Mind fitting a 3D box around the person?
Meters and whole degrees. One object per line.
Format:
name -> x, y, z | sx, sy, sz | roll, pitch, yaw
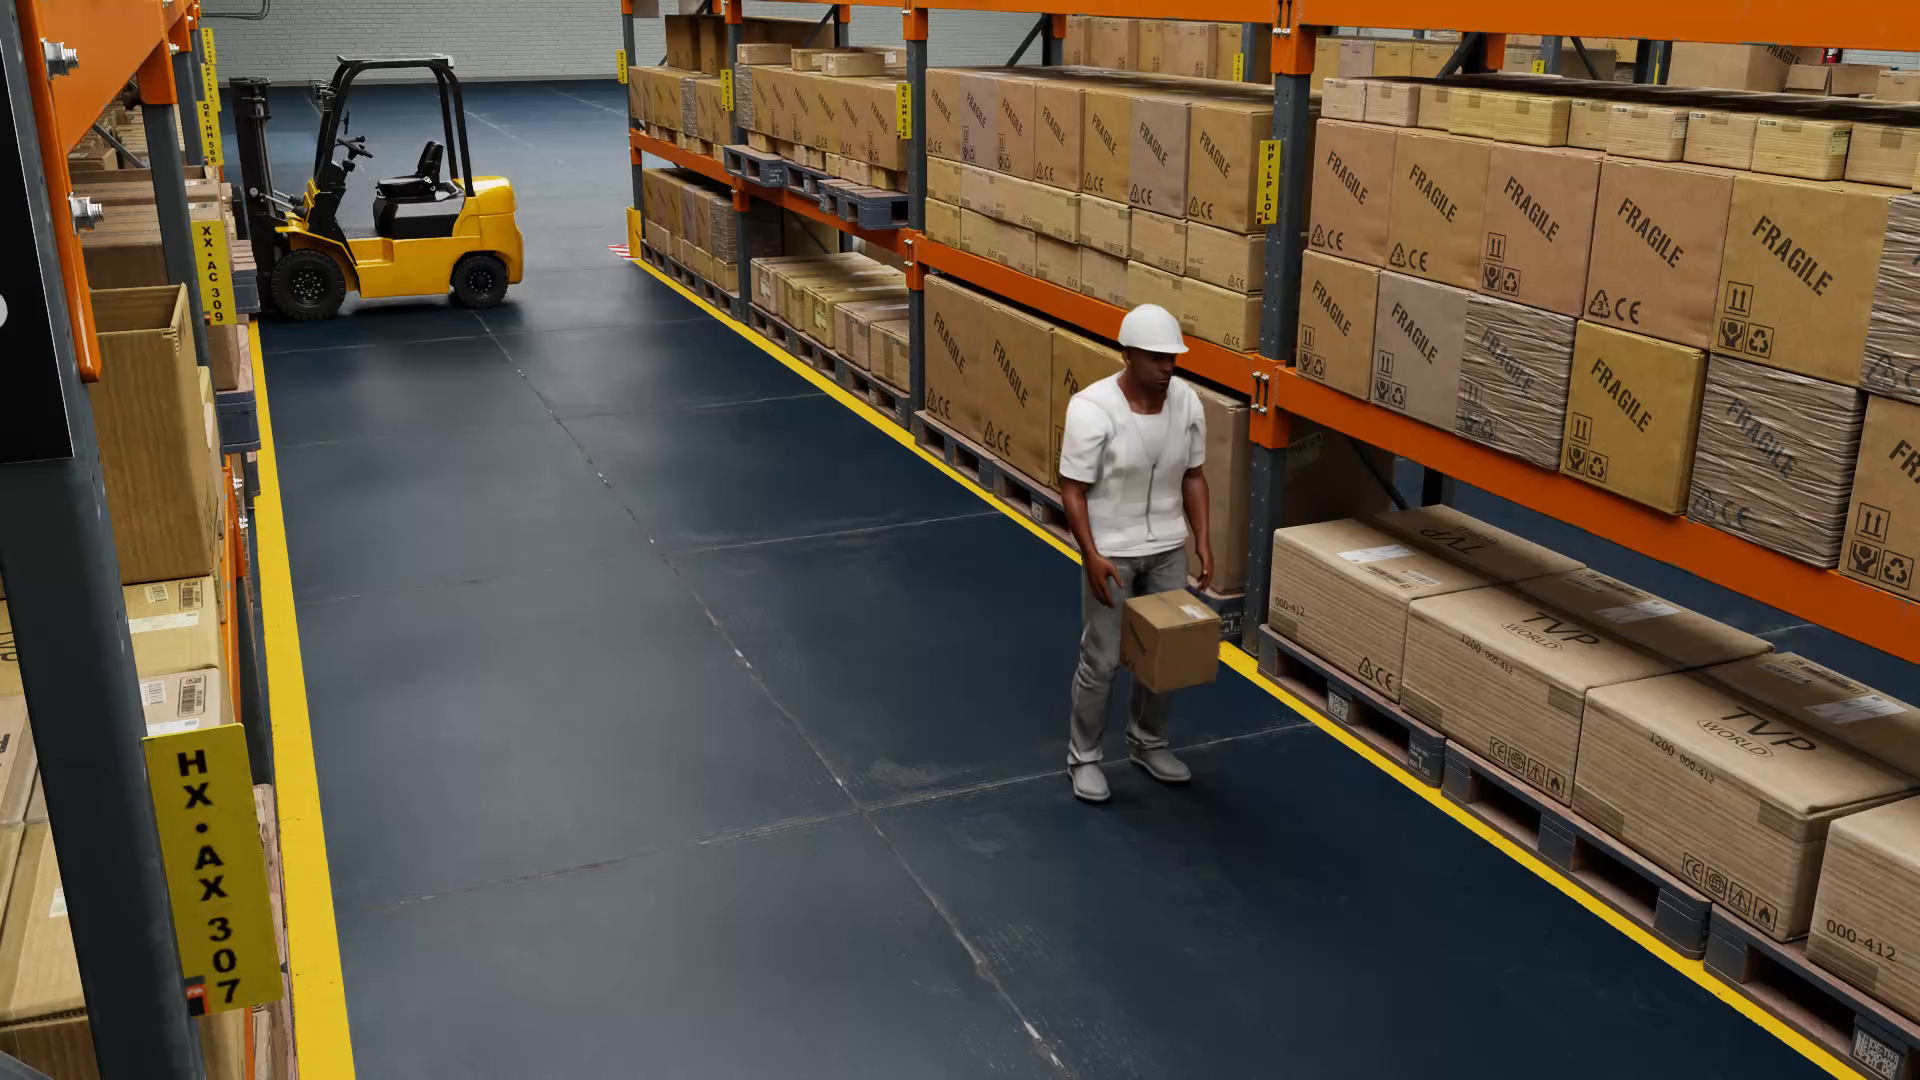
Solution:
person -> 0.623, 0.035, 5.924 | 0.583, 1.766, 0.422 | -8, 20, -23
